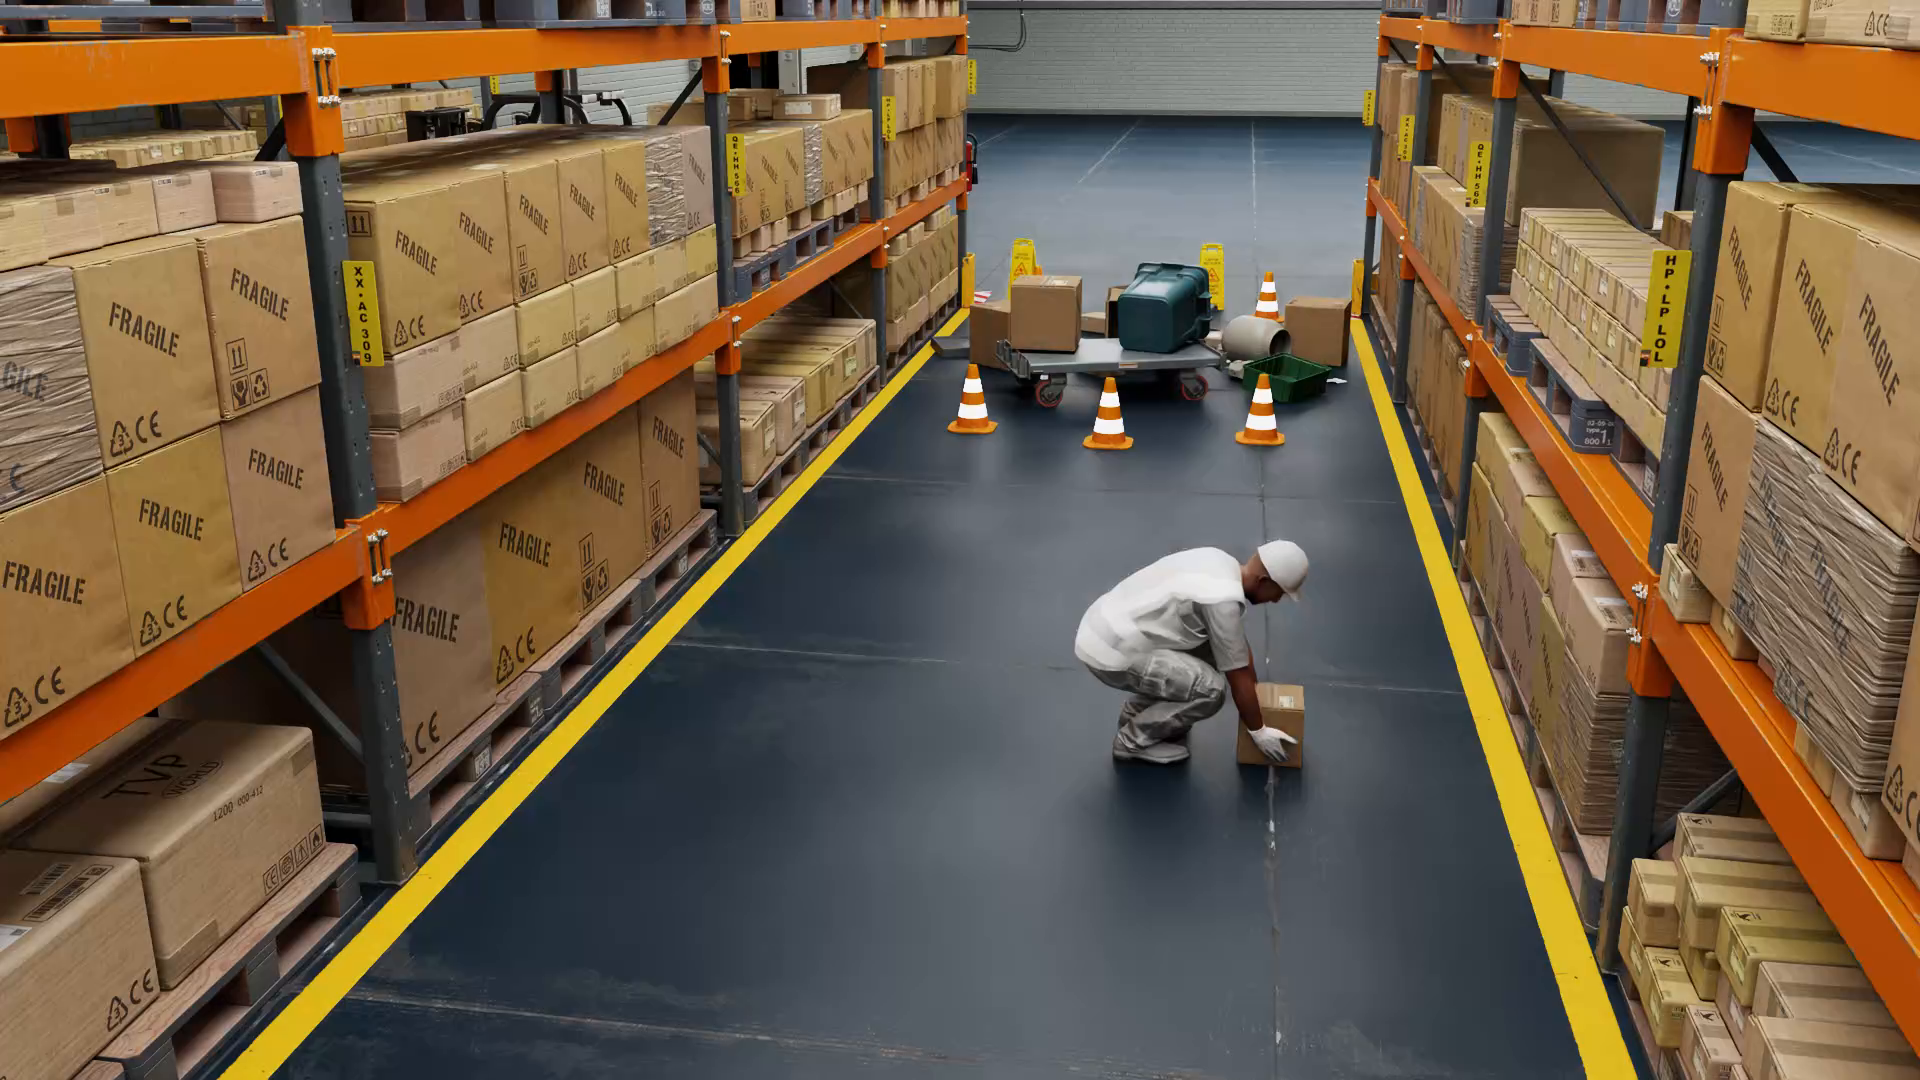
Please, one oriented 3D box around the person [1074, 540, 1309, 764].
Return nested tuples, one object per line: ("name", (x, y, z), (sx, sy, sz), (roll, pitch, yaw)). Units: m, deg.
("person", (0.920, 0.420, 6.689), (0.906, 0.886, 0.577), (3, 18, 9))
